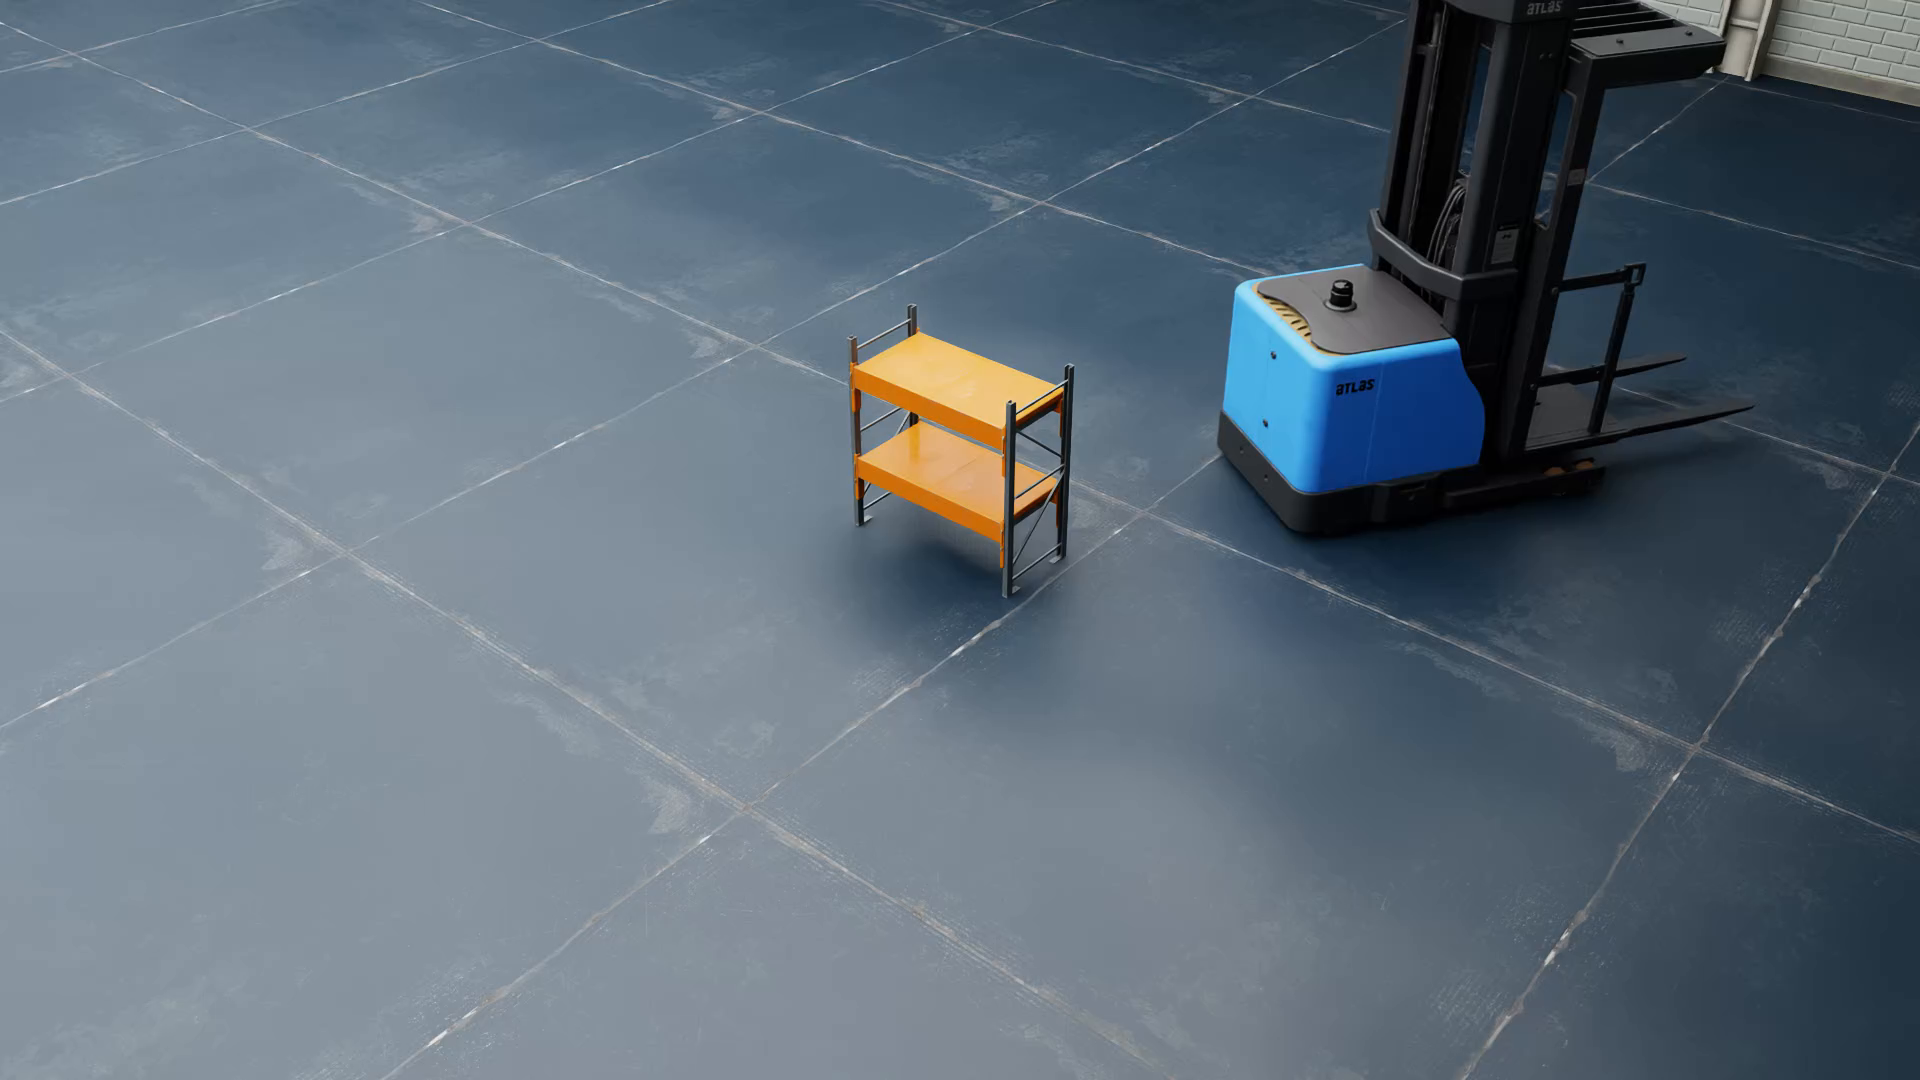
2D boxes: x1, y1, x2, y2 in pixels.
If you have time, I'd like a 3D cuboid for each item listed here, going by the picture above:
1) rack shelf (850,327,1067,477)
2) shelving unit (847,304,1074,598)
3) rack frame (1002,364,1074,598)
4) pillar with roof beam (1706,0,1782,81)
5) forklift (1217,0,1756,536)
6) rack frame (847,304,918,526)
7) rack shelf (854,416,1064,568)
[{"bbox_3d":[-0.005,-0.707,8.352,1.000,0.278,0.538,25,42,32],"label":"rack shelf"},{"bbox_3d":[-0.005,-0.466,8.517,1.048,1.125,0.538,25,42,32],"label":"shelving unit"},{"bbox_3d":[0.385,-0.282,8.249,0.032,1.125,0.500,25,42,32],"label":"rack frame"},{"bbox_3d":[4.209,-6.044,9.684,0.400,9.000,9.100,25,42,32],"label":"pillar with roof beam"},{"bbox_3d":[3.042,-1.717,8.743,3.031,2.935,1.130,-10,36,-15],"label":"forklift"},{"bbox_3d":[-0.396,-0.650,8.785,0.032,1.125,0.500,25,42,32],"label":"rack frame"},{"bbox_3d":[-0.005,-0.265,8.656,1.000,0.278,0.538,25,42,32],"label":"rack shelf"}]
